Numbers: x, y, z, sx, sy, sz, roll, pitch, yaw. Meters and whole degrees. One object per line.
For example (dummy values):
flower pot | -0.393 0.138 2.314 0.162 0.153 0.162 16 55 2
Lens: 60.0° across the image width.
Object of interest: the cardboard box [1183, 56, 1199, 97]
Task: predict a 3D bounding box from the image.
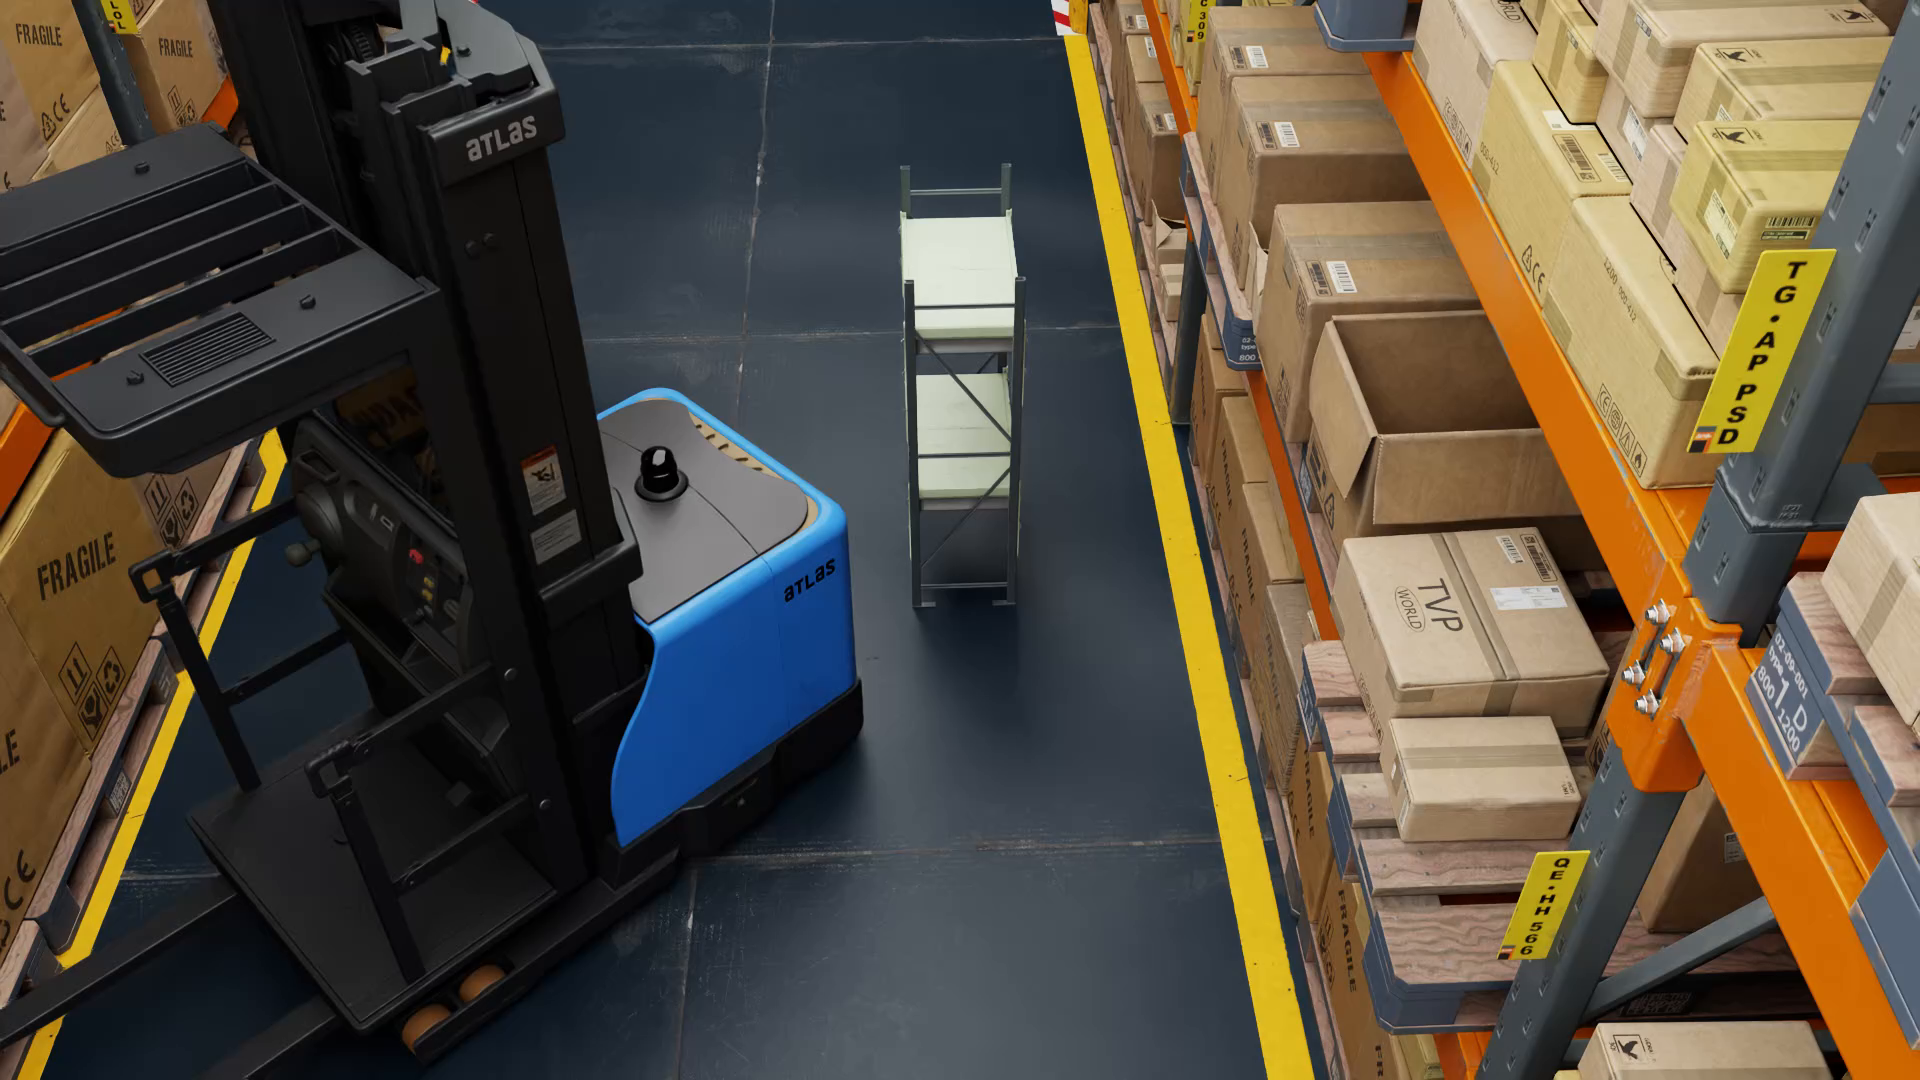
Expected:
cardboard box | 1.129 -1.951 6.845 0.380 0.149 0.250 -1 43 -1

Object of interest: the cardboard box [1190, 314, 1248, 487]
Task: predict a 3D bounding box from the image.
cardboard box | 1.223 -0.561 6.681 0.500 0.500 0.500 0 43 0

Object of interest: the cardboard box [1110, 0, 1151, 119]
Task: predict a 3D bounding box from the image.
cardboard box | 1.186 -2.600 8.906 0.700 0.500 0.500 0 43 0

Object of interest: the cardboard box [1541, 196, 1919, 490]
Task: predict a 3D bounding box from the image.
cardboard box | 1.333 -0.350 2.803 0.500 0.250 0.500 -3 43 -3

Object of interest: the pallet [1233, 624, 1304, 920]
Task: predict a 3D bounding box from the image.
pallet | 1.554 0.741 5.785 1.003 0.211 1.213 -2 43 -2

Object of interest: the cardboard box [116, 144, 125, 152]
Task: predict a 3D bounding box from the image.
cardboard box | -3.261 -1.165 5.912 0.500 0.250 0.500 -3 43 -3

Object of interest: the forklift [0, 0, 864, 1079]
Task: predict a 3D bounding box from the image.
forklift | -1.745 0.089 4.484 3.031 2.935 1.130 -34 52 -31

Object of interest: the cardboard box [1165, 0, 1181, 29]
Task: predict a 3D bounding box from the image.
cardboard box | 1.126 -2.389 7.028 0.500 0.250 0.500 -2 43 -2

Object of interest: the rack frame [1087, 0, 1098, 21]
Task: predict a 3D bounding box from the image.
rack frame | 1.257 -4.361 9.288 1.000 3.000 0.127 -2 43 -2

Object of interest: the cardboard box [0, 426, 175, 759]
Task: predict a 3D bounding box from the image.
cardboard box | -3.379 0.139 5.640 0.875 0.875 0.875 -1 43 -1

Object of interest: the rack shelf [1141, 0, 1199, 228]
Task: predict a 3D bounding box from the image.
rack shelf | 1.342 -2.745 8.058 1.077 0.370 4.000 -2 43 -2

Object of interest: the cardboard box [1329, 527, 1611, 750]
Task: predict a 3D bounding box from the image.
cardboard box | 1.229 0.237 4.071 0.500 0.250 0.500 -3 43 -4

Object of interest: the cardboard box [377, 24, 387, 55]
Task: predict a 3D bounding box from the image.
cardboard box | -3.527 -2.366 8.697 0.875 0.438 0.875 -1 43 -1

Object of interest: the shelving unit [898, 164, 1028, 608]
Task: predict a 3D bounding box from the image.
shelving unit | 0.000 -0.548 6.238 0.431 1.500 0.755 -2 43 -2

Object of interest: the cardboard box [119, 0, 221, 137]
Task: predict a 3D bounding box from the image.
cardboard box | -3.290 -1.877 6.503 0.500 0.500 0.500 0 43 0

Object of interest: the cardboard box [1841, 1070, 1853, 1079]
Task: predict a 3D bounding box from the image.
cardboard box | 1.894 1.206 2.955 0.500 0.250 0.500 -1 43 -1

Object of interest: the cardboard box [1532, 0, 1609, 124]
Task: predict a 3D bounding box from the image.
cardboard box | 1.310 -0.910 3.119 0.380 0.149 0.250 -2 43 -2

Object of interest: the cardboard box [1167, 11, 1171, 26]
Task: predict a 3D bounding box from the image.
cardboard box | 1.109 -2.304 7.229 0.380 0.149 0.250 -1 43 -1

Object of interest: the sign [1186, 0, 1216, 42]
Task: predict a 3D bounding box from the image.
sign | 0.885 -1.959 6.026 0.100 0.325 0.005 -2 43 -2

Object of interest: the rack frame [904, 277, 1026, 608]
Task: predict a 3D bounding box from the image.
rack frame | 0.016 -0.301 5.969 0.400 1.500 0.023 -2 43 -2

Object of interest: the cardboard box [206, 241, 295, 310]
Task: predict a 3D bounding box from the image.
cardboard box | -3.451 -1.153 7.373 0.875 0.438 0.875 -2 43 -2

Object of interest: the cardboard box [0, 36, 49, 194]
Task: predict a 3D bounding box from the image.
cardboard box | -3.233 -1.277 5.110 0.500 0.500 0.500 -1 43 -1

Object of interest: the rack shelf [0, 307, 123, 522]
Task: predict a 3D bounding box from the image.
rack shelf | -3.447 0.100 4.954 1.077 0.370 4.000 -2 43 -2

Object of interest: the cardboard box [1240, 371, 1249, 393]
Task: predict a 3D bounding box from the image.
cardboard box | 1.266 -0.698 6.351 0.380 0.149 0.250 -3 43 -3

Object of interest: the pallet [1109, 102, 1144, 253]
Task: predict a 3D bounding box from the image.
pallet | 1.344 -1.922 8.690 1.003 0.211 1.213 -2 43 -2

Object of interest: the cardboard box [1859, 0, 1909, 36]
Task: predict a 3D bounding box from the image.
cardboard box | 1.805 -1.042 3.043 0.380 0.149 0.250 0 43 0

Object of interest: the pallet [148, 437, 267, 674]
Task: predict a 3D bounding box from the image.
pallet | -3.424 0.031 6.560 1.003 0.211 1.213 -2 43 -2

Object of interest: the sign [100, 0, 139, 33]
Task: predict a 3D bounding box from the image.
sign | -2.990 -1.935 5.843 0.100 0.325 0.005 -2 43 -2

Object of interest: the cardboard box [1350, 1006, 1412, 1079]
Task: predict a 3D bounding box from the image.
cardboard box | 1.364 1.527 4.403 0.500 0.500 0.500 -1 43 -1

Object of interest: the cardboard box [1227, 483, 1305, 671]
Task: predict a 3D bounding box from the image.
cardboard box | 1.272 0.135 5.921 0.500 0.500 0.500 -3 43 -3

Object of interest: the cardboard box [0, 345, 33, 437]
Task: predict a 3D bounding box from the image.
cardboard box | -3.238 -0.480 5.164 0.500 0.250 0.500 -3 43 -3

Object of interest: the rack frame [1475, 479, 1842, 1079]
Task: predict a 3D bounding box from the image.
rack frame | 1.597 1.040 3.396 1.000 3.000 0.127 -2 43 -2

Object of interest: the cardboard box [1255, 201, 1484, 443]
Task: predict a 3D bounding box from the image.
cardboard box | 1.280 -0.640 4.843 0.700 0.500 0.500 -2 43 -2

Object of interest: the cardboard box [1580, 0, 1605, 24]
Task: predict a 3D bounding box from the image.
cardboard box | 1.351 -1.022 3.021 0.380 0.149 0.250 -2 43 -2

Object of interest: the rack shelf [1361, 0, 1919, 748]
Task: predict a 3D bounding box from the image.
rack shelf | 1.512 -1.151 4.098 1.077 0.370 4.000 -2 43 -2

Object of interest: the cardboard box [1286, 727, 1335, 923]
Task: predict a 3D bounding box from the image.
cardboard box | 1.329 0.836 5.157 0.500 0.500 0.500 0 43 0

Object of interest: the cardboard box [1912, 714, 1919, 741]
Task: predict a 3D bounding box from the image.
cardboard box | 1.384 0.202 1.631 0.500 0.500 0.500 -1 43 -1

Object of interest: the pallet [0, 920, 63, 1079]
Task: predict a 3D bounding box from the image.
pallet | -3.320 1.678 4.763 1.003 0.211 1.213 -2 43 -2

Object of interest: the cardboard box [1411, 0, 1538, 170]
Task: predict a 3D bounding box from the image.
cardboard box | 1.289 -1.027 3.542 0.500 0.250 0.500 -2 43 -2

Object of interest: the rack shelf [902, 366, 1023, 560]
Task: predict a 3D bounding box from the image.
rack shelf | 0.000 -0.308 6.459 0.431 0.370 0.720 -2 43 -2

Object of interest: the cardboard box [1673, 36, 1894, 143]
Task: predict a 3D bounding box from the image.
cardboard box | 1.381 -0.671 2.638 0.380 0.149 0.250 -3 43 -3

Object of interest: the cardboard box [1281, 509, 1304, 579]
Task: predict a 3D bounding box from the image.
cardboard box | 1.295 -0.003 5.593 0.380 0.149 0.250 0 43 0

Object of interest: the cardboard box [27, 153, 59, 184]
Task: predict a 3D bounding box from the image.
cardboard box | -3.242 -1.017 5.380 0.500 0.250 0.500 -1 43 -1

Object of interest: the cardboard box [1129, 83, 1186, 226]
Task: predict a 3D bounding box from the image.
cardboard box | 1.230 -1.900 8.142 0.700 0.500 0.500 -3 43 -3

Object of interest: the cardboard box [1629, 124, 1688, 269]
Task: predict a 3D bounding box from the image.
cardboard box | 1.350 -0.565 2.743 0.380 0.149 0.250 -3 43 -3

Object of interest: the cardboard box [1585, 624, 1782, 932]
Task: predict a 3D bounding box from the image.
cardboard box | 1.731 0.496 3.604 0.500 0.500 0.500 0 43 0

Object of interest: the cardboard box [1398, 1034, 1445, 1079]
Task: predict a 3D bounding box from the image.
cardboard box | 1.323 1.241 4.235 0.380 0.149 0.250 -4 43 -4

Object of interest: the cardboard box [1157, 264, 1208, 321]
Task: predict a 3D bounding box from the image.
cardboard box | 1.110 -1.132 7.564 0.380 0.149 0.250 -3 43 -3

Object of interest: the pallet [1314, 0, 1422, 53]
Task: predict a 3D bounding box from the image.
pallet | 1.432 -1.555 4.145 1.213 0.211 1.003 -2 43 -2

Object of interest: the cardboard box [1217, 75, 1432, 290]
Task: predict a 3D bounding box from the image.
cardboard box | 1.246 -1.170 5.421 0.700 0.500 0.500 -1 43 -1

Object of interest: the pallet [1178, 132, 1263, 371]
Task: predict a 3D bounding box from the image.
pallet | 1.352 -1.047 5.815 1.003 0.211 1.213 -2 43 -2

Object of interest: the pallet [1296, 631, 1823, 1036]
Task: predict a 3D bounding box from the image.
pallet | 1.498 0.655 3.957 1.213 0.211 1.003 -2 43 -2

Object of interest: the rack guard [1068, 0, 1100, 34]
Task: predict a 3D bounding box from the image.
rack guard | 1.261 -3.388 10.076 1.175 0.500 0.348 -2 43 -2

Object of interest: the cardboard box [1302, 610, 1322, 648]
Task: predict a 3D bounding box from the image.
cardboard box | 1.295 0.345 5.212 0.380 0.149 0.250 -4 43 -4
